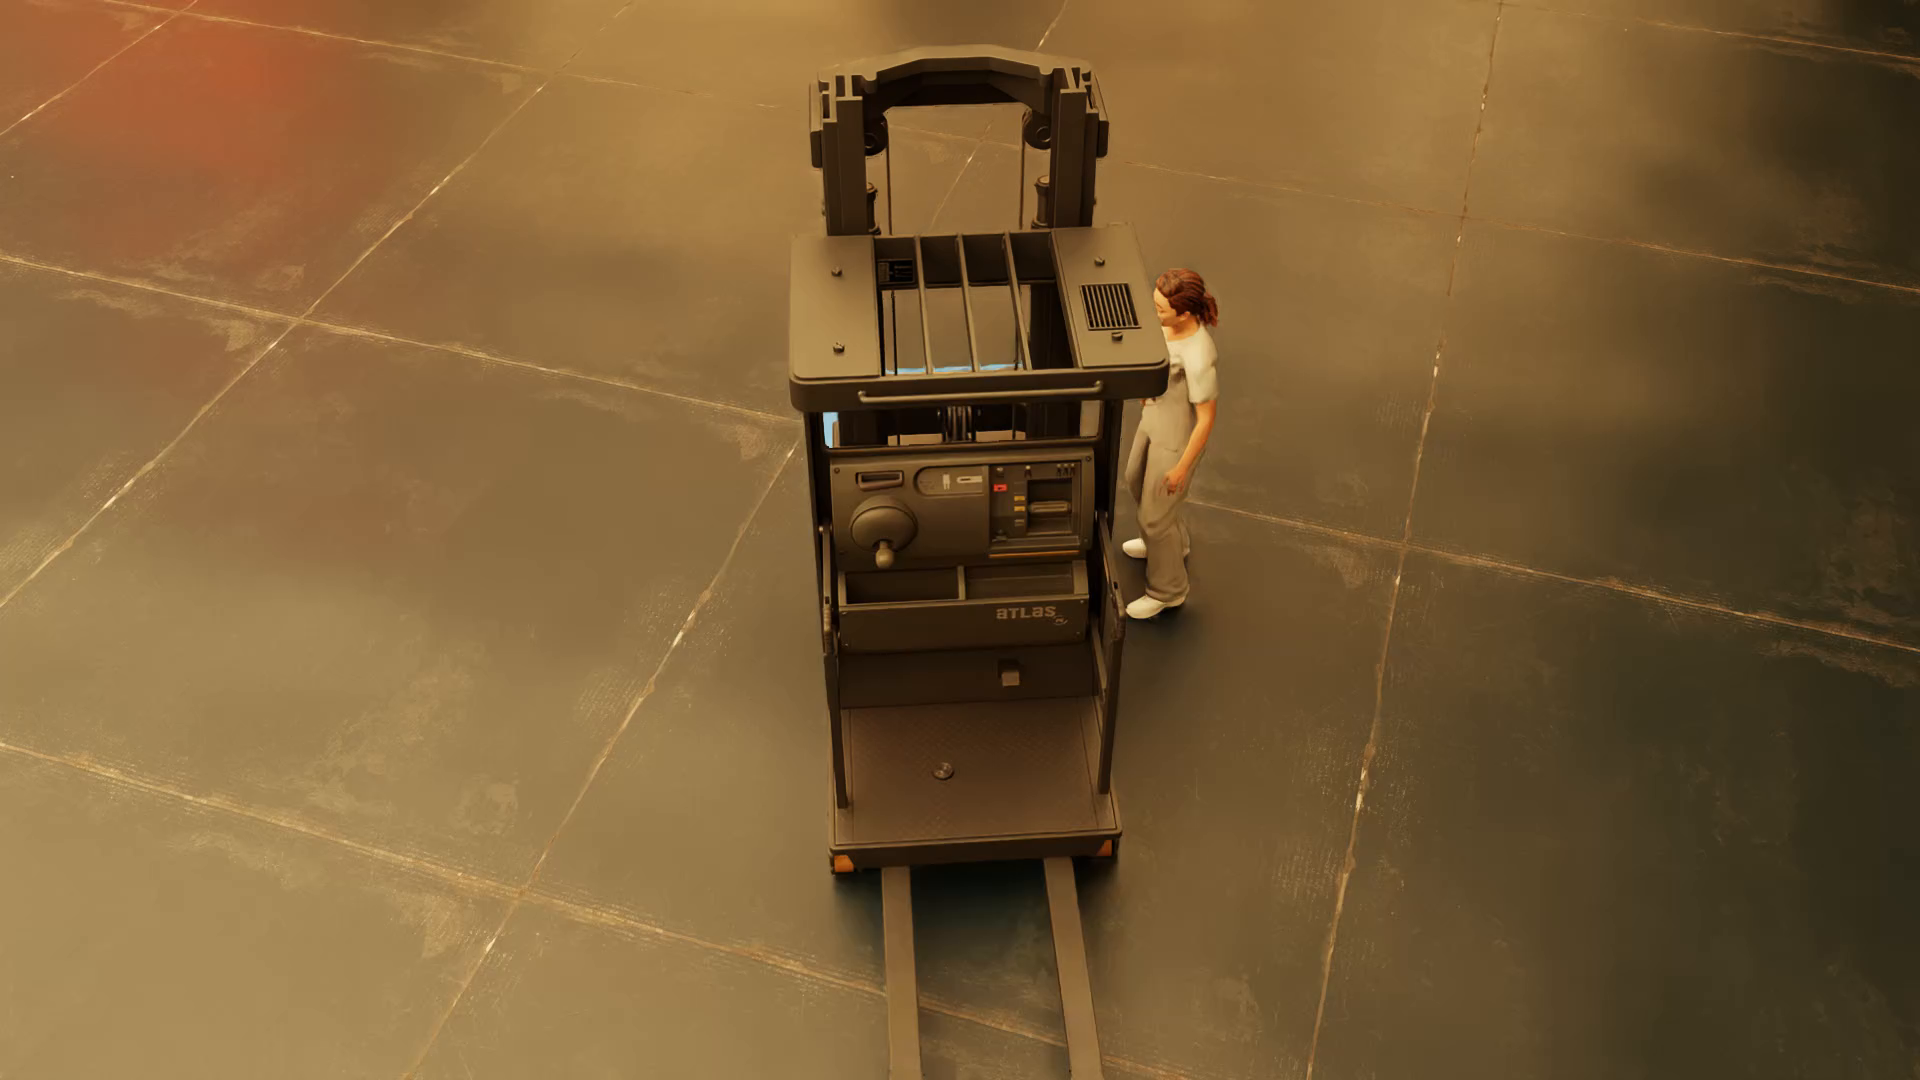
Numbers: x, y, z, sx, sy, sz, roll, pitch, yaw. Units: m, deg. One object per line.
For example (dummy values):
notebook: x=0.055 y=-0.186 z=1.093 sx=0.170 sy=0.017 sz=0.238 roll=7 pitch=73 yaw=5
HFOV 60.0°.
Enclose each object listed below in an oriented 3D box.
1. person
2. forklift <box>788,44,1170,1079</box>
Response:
person: x=0.890 y=-0.466 z=7.139 sx=0.383 sy=1.640 sz=0.684 roll=-5 pitch=43 yaw=-6
forklift: x=0.029 y=-0.025 z=5.716 sx=1.130 sy=2.935 sz=3.031 roll=-3 pitch=43 yaw=-3
